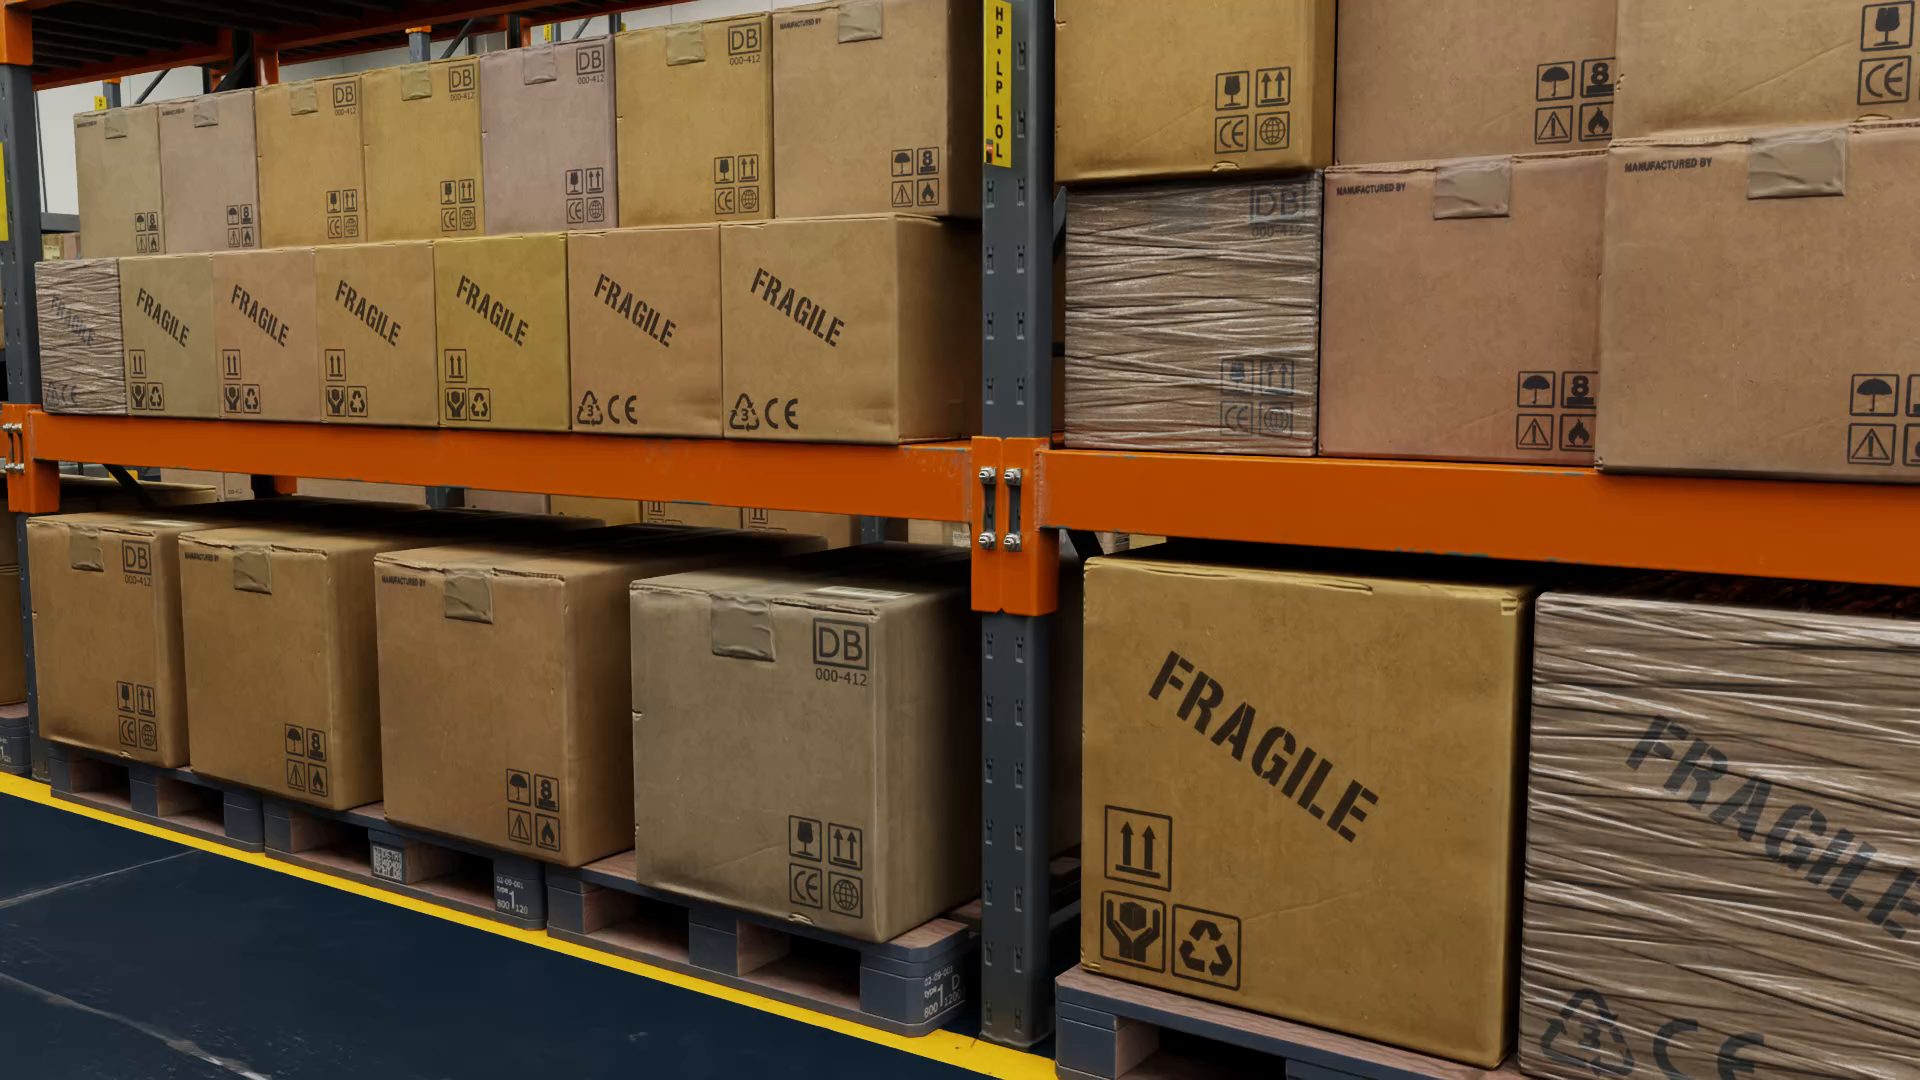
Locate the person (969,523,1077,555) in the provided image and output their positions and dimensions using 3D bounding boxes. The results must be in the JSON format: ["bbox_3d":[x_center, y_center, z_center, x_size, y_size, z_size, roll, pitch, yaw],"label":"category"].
[{"bbox_3d":[0.340,-0.141,7.138,0.504,1.664,0.666,5,8,38],"label":"person"}]
